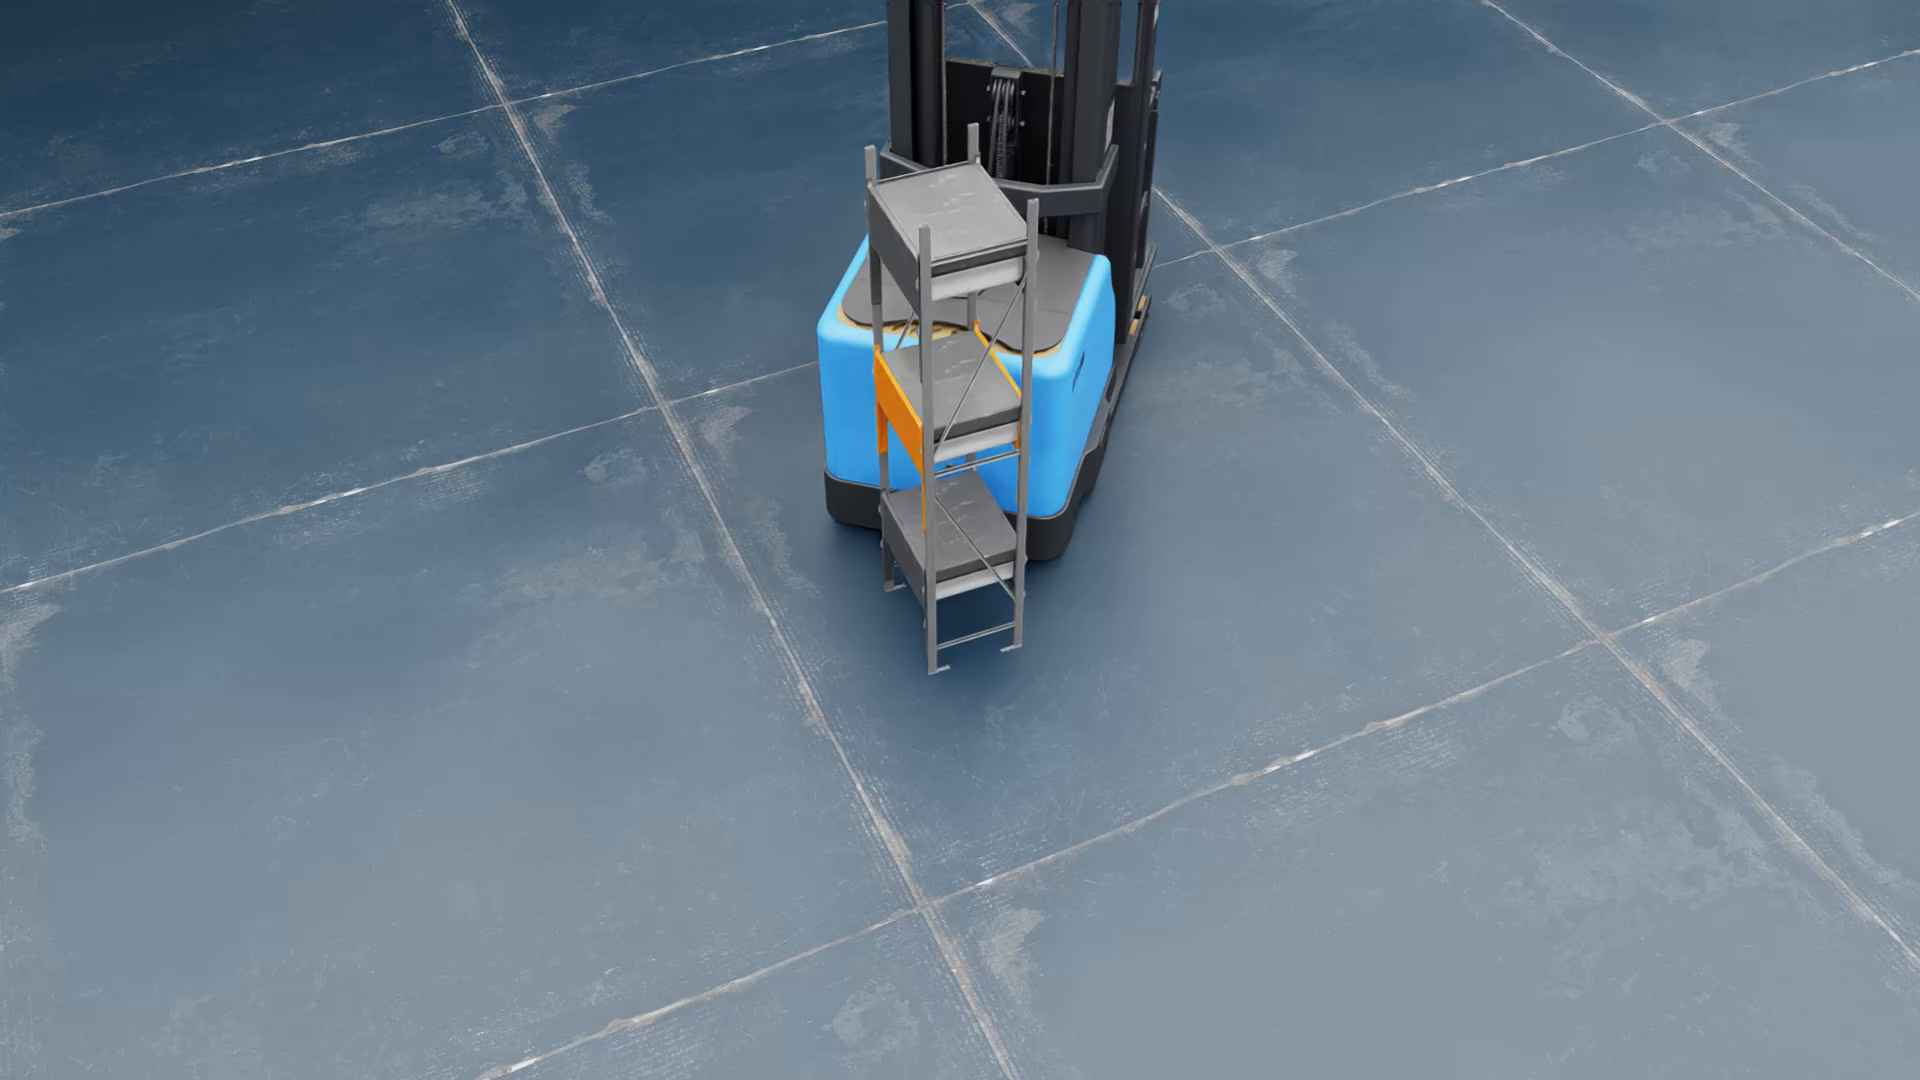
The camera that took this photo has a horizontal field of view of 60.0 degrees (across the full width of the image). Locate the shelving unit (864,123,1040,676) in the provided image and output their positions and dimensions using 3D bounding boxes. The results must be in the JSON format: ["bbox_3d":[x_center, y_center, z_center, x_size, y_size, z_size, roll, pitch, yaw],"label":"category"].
[{"bbox_3d":[-0.032,-0.426,6.056,0.431,2.100,0.503,-16,47,-16],"label":"shelving unit"}]

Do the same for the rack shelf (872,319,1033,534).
[{"bbox_3d":[-0.032,-0.416,6.065,0.431,0.518,0.480,-16,47,-16],"label":"rack shelf"}]

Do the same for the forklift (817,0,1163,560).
[{"bbox_3d":[0.312,-2.012,7.072,1.130,2.935,3.031,11,46,11],"label":"forklift"}]

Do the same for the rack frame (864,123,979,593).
[{"bbox_3d":[-0.124,-0.585,6.216,0.400,2.100,0.015,-16,47,-16],"label":"rack frame"}]

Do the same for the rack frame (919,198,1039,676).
[{"bbox_3d":[0.061,-0.267,5.895,0.400,2.100,0.015,-16,47,-16],"label":"rack frame"}]

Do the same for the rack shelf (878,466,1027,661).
[{"bbox_3d":[-0.032,0.082,6.557,0.431,0.518,0.480,-16,47,-16],"label":"rack shelf"}]

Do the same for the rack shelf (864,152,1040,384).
[{"bbox_3d":[-0.032,-0.915,5.574,0.431,0.518,0.480,-16,47,-16],"label":"rack shelf"}]
